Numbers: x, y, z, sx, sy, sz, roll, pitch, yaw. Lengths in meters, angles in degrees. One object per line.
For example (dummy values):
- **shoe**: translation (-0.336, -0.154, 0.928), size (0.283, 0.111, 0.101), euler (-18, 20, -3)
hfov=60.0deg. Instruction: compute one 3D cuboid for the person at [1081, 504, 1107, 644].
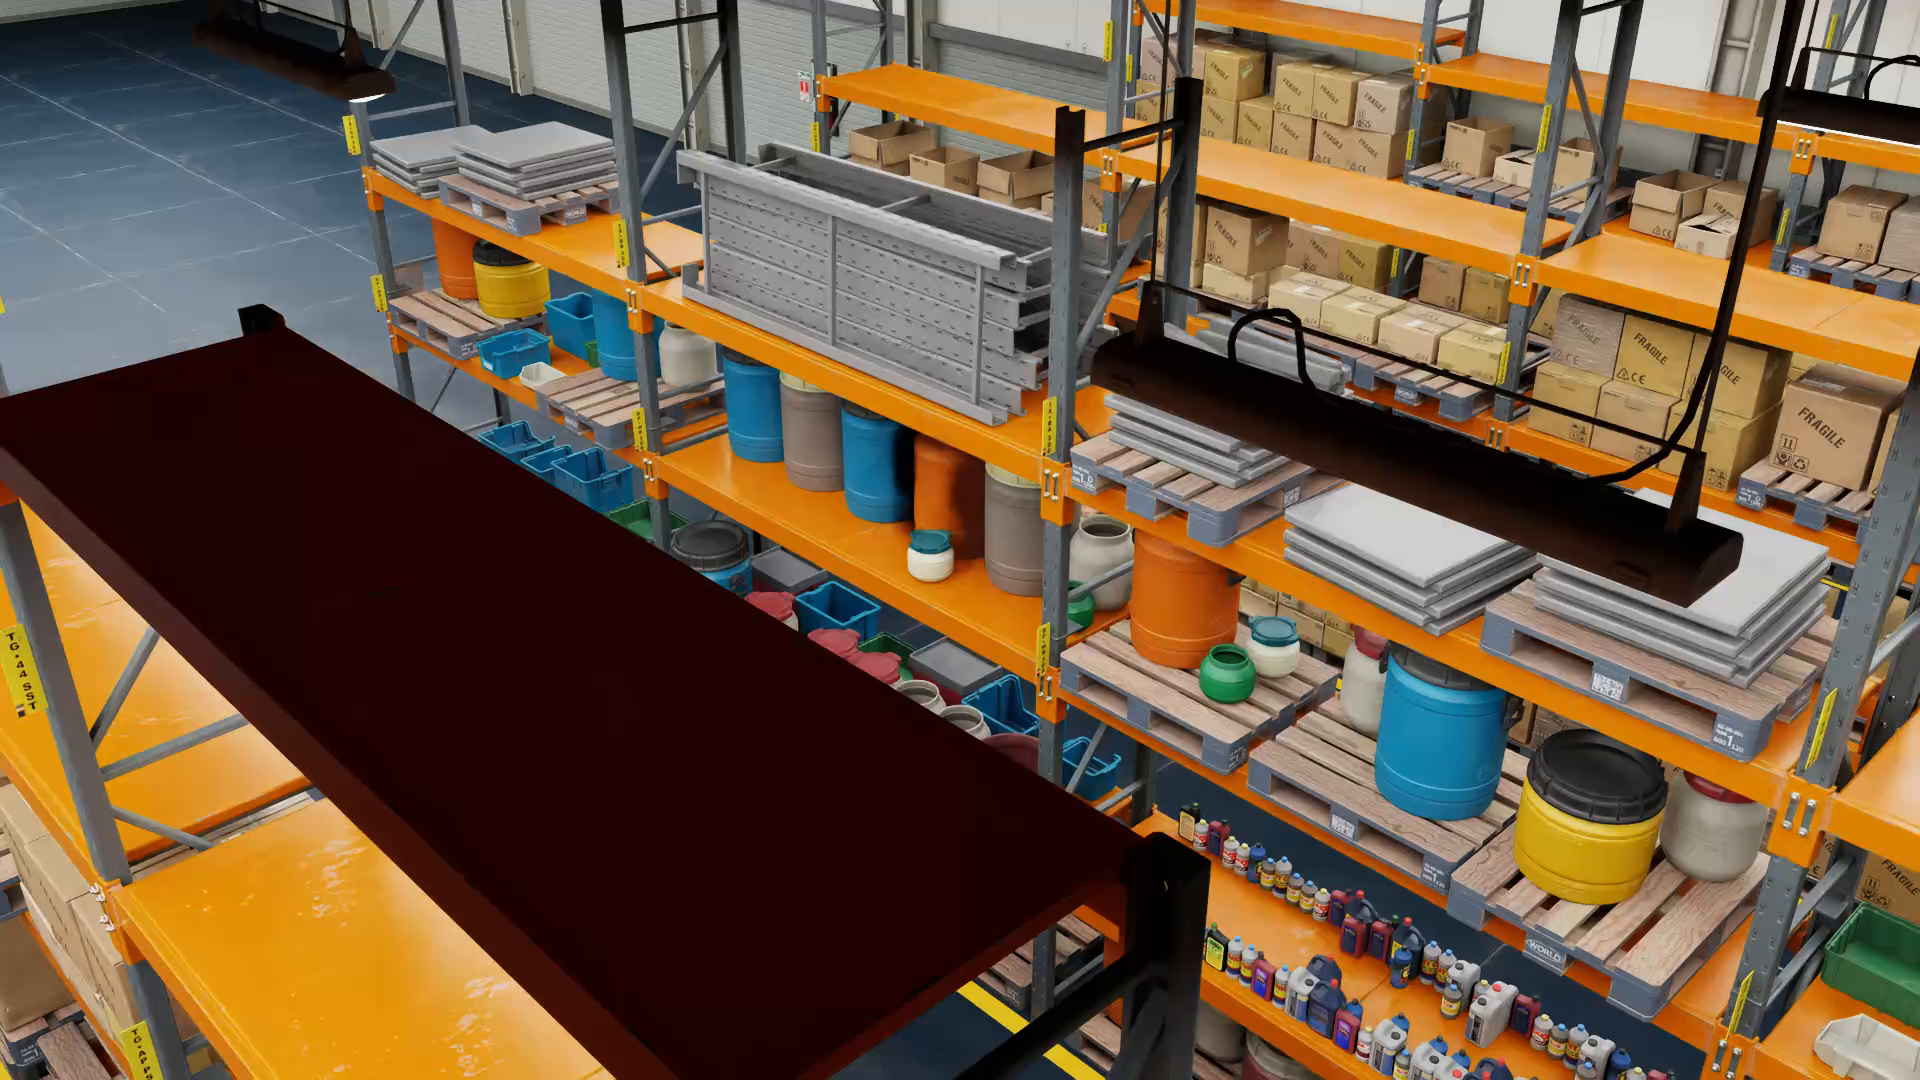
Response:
- **person**: translation (1.020, 0.392, 14.359), size (0.512, 1.711, 0.548), euler (-18, 33, -30)
